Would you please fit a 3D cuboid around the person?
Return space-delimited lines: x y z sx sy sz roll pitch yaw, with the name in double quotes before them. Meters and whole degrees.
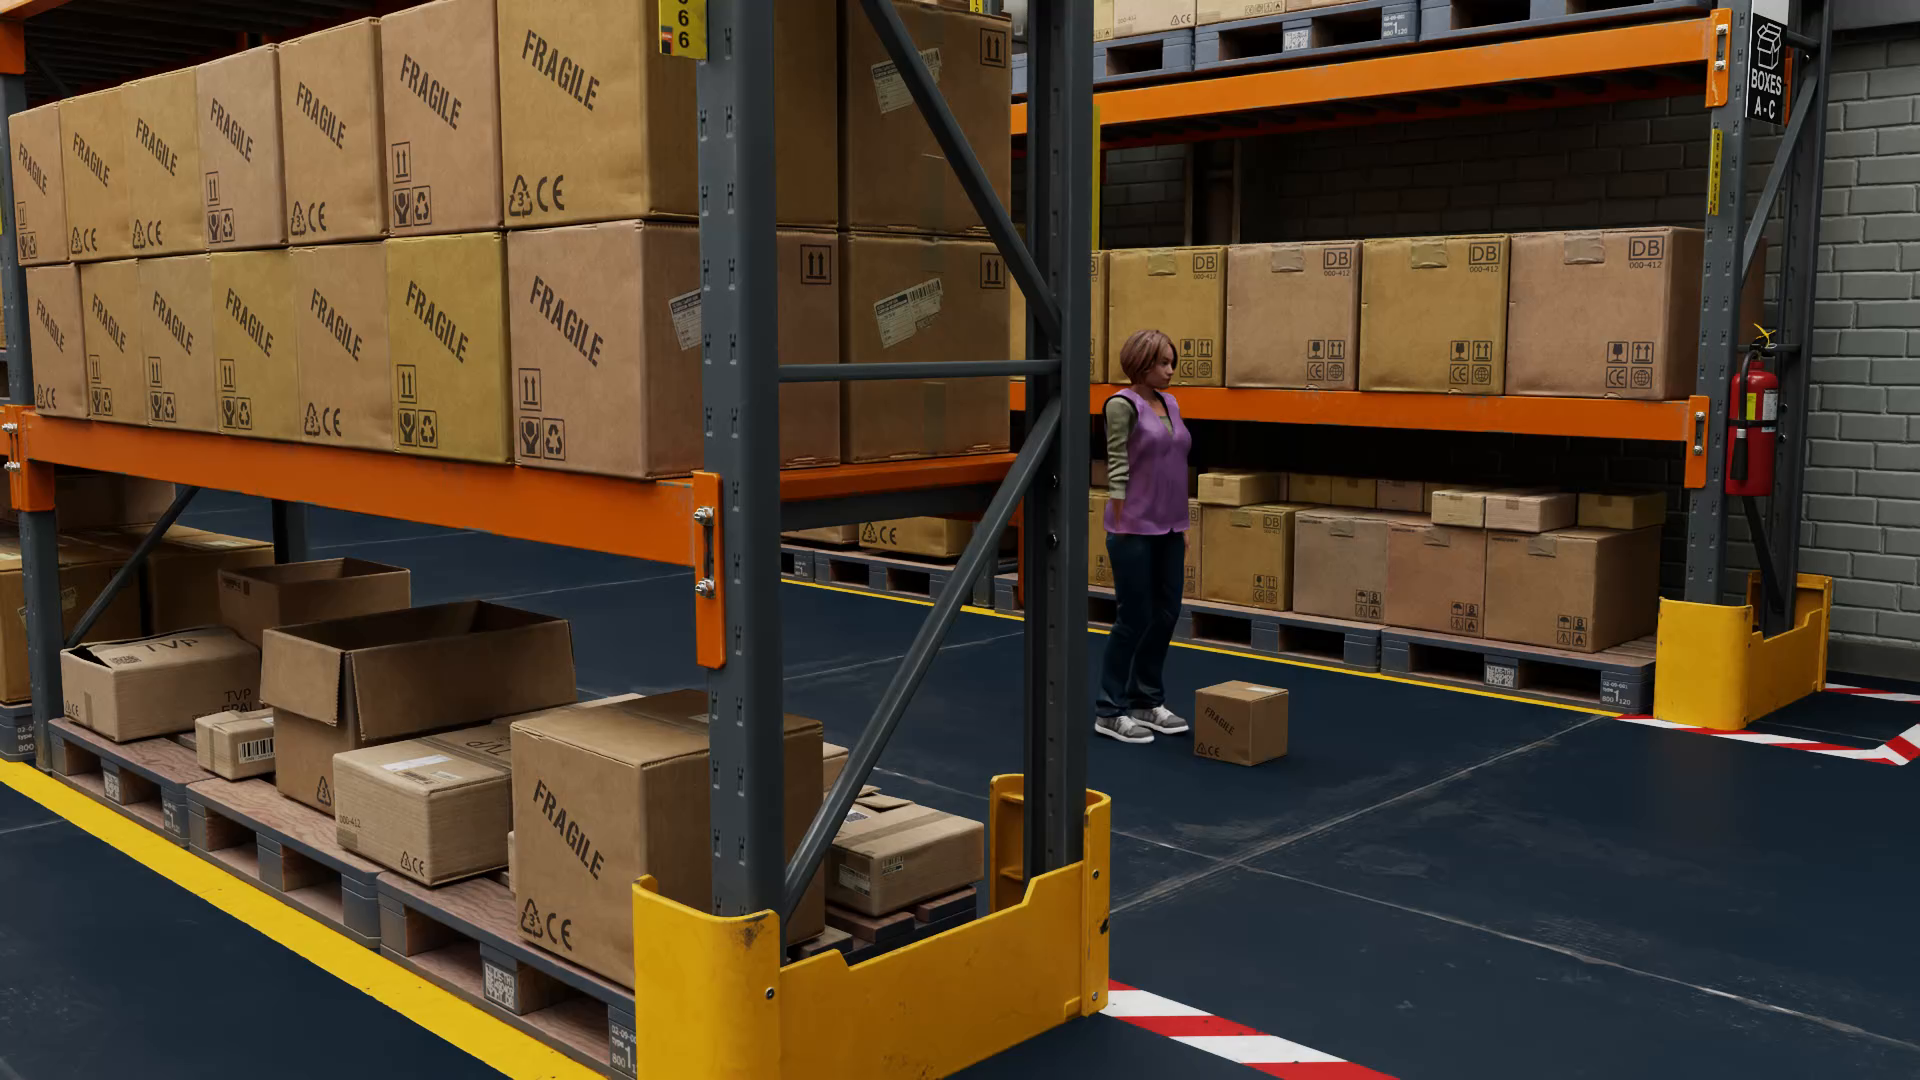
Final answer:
"person" 0.733 -0.014 6.506 0.406 1.586 0.308 -7 10 -44
